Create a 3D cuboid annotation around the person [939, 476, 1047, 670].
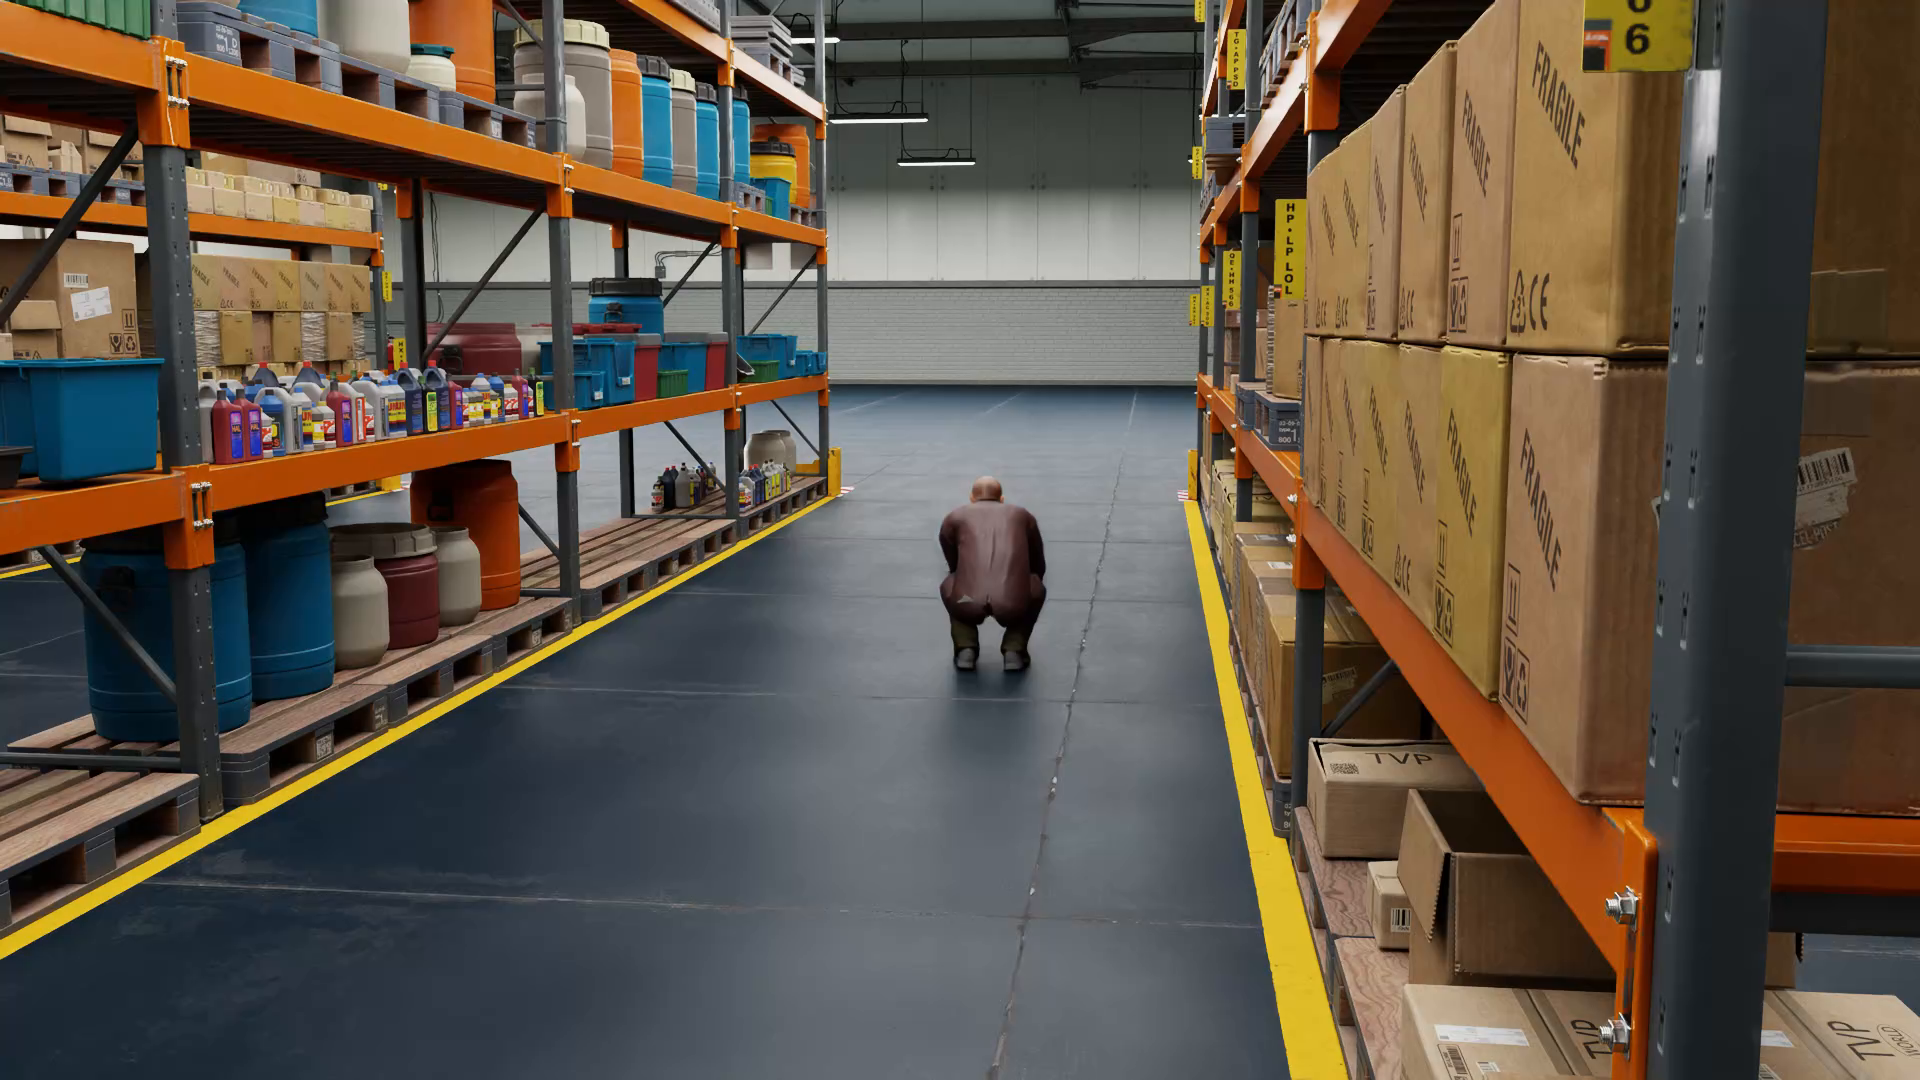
[{"bbox_3d":[0.178,0.167,9.103,0.599,0.997,0.901,1,7,6],"label":"person"}]
